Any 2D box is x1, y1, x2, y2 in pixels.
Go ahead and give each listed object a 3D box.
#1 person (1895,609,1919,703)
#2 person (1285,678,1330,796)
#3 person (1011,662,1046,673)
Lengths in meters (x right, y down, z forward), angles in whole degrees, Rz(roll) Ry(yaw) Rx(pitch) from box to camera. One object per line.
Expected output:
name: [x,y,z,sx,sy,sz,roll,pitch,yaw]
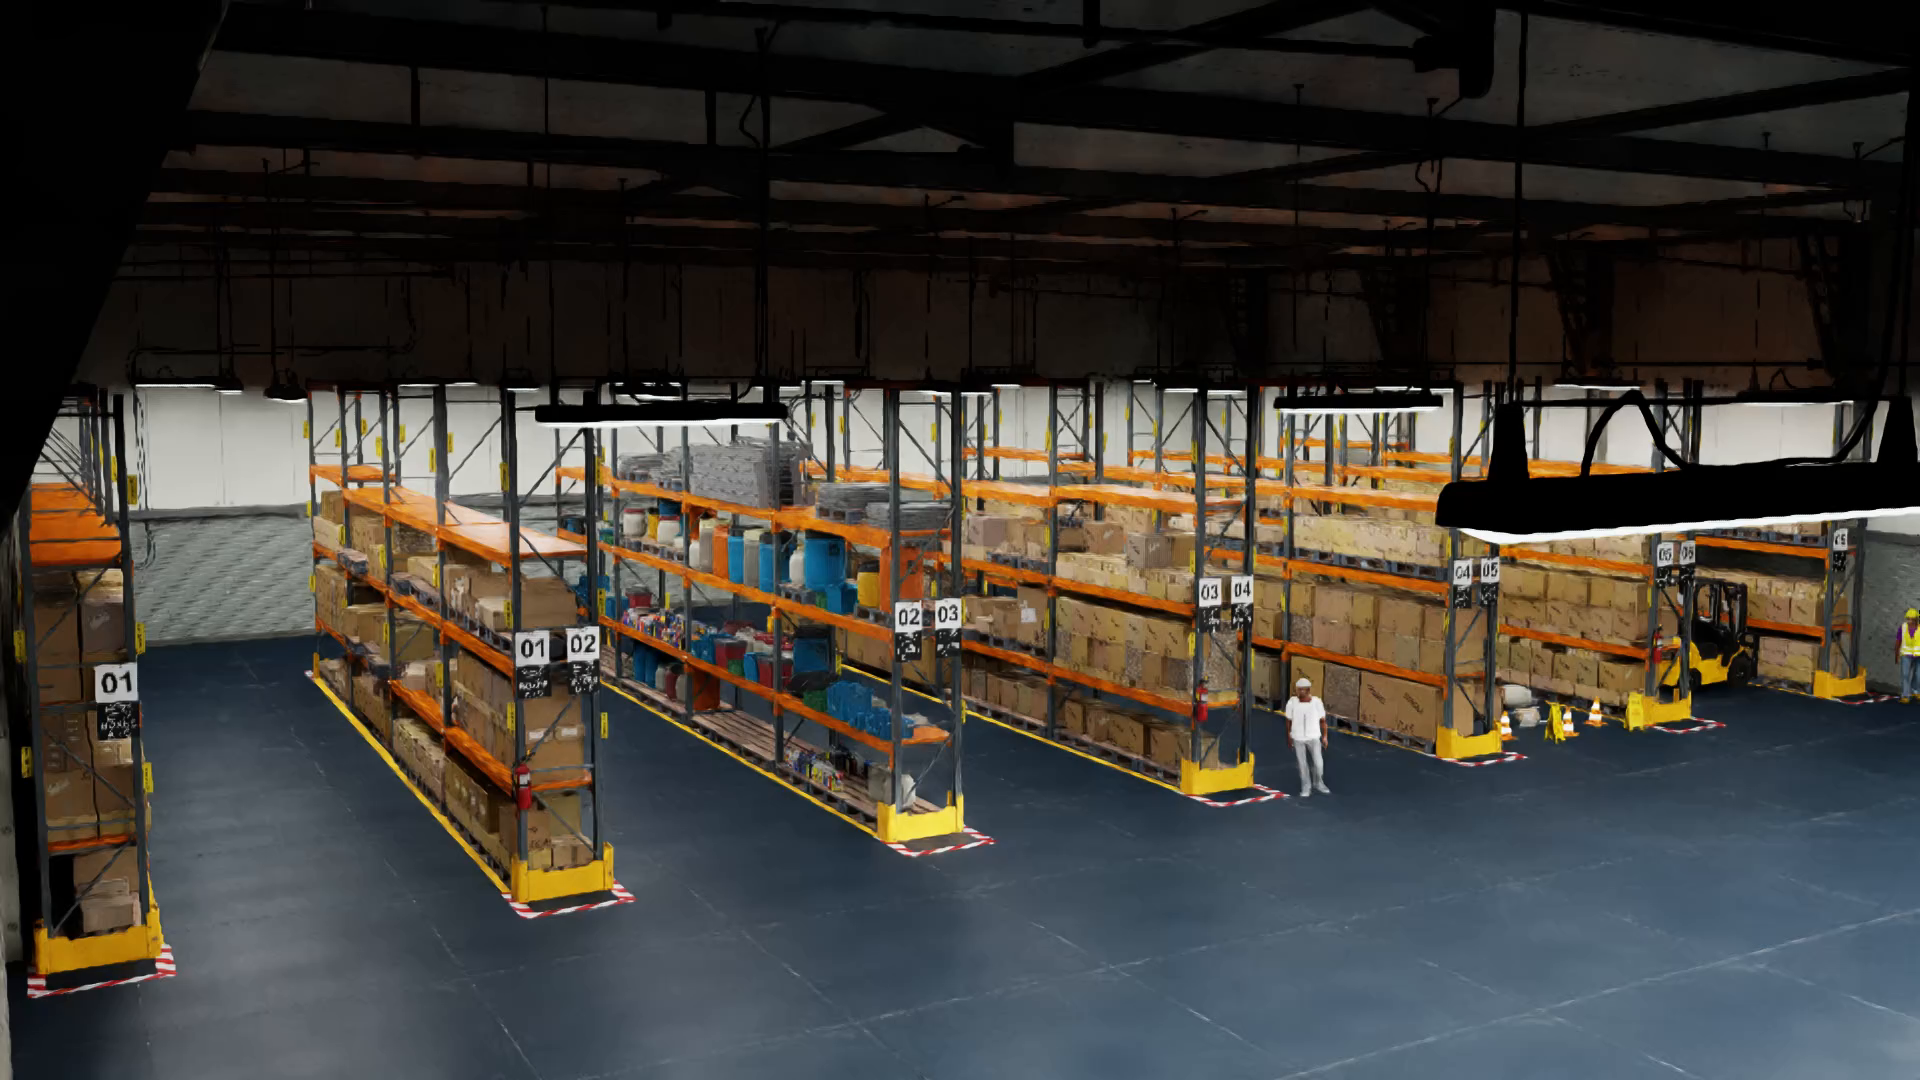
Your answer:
person: [17.822,2.158,31.111,0.586,1.762,0.708,4,7,33]
person: [5.094,2.874,24.320,0.670,1.755,0.458,1,6,13]
person: [1.356,1.917,34.038,0.449,1.556,1.075,-3,7,-27]
